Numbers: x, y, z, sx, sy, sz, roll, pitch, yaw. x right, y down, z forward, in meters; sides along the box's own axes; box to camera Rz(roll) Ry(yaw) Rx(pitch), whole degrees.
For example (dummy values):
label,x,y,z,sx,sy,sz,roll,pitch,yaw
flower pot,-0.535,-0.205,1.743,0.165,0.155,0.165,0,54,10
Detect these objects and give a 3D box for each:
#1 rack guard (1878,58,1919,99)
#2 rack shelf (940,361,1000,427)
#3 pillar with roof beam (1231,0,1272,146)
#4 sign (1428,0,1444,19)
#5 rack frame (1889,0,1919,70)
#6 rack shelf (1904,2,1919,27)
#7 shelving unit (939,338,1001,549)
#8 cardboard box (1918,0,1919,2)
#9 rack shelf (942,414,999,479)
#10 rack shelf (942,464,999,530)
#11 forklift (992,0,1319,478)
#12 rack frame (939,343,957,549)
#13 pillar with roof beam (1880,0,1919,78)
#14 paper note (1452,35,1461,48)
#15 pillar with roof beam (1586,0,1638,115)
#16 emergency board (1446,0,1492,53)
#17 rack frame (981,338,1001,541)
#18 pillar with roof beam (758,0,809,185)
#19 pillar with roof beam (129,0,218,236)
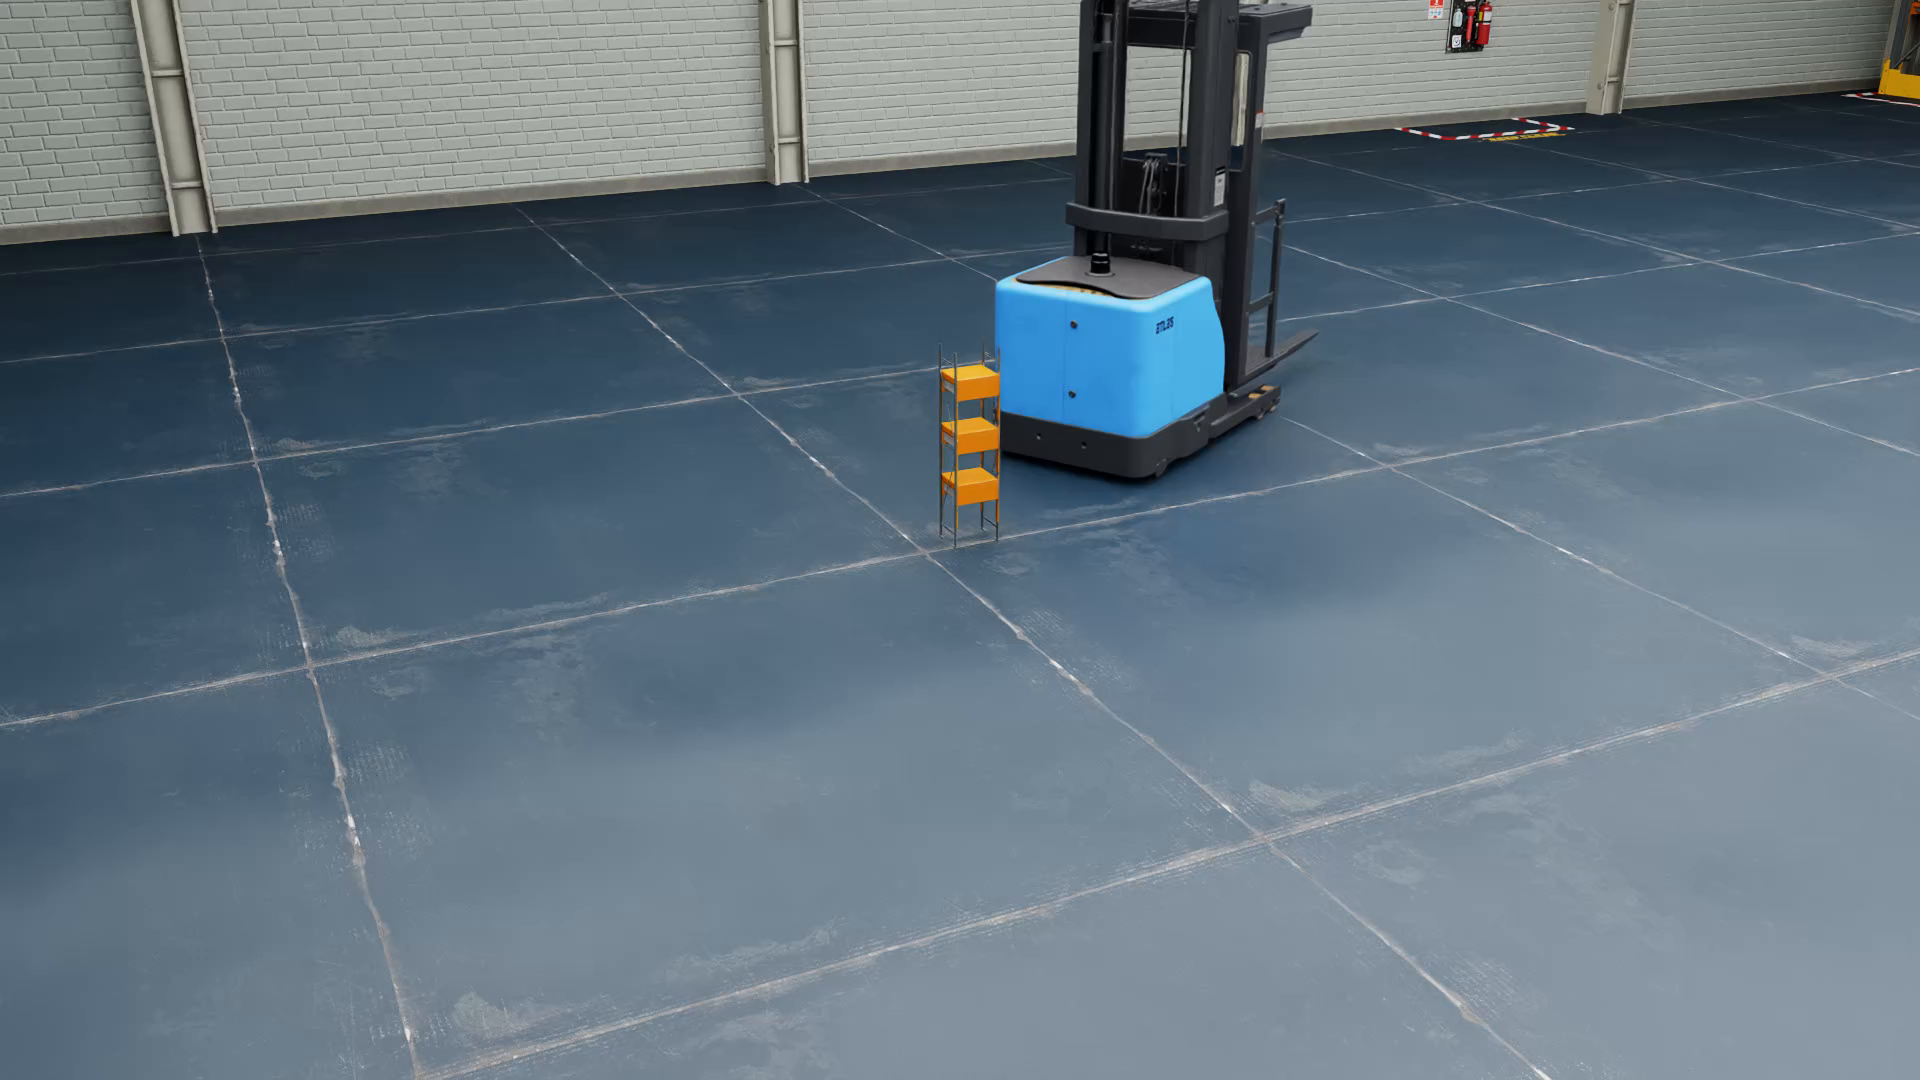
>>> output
label,x,y,z,sx,sy,sz,roll,pitch,yaw
rack guard,14.137,-6.755,24.416,0.348,0.500,1.175,-10,25,-24
rack shelf,0.048,-0.746,8.466,0.240,0.259,0.215,-10,25,-24
pillar with roof beam,5.379,-7.610,15.368,0.400,9.000,9.100,-10,25,-24
sign,6.132,-6.880,21.402,0.234,0.329,0.001,-10,25,-24
rack frame,14.069,-7.898,23.907,0.127,3.000,1.000,-10,25,-24
rack shelf,15.871,-7.897,24.846,4.000,0.370,1.077,-10,25,-24
shelving unit,0.048,-0.494,8.571,0.252,1.050,0.215,-10,25,-24
cardboard box,14.406,-7.982,24.281,0.500,0.250,0.500,-10,25,-23
rack shelf,0.048,-0.484,8.575,0.240,0.259,0.215,-10,25,-24
rack shelf,0.048,-0.227,8.681,0.240,0.259,0.215,-10,25,-24
forklift,1.422,-2.216,10.271,1.130,2.935,3.031,14,26,31
rack frame,-0.062,-0.474,8.522,0.008,1.050,0.200,-10,25,-24
pillar with roof beam,16.191,-9.600,20.176,0.400,9.000,9.100,-10,25,-24
paper note,6.485,-6.507,21.700,0.142,0.148,0.016,-10,25,-24
pillar with roof beam,10.785,-8.605,17.772,0.400,9.000,9.100,-10,25,-24
emergency board,6.675,-6.920,21.545,0.643,1.169,0.194,-10,25,-24
rack frame,0.158,-0.514,8.620,0.008,1.050,0.200,-10,25,-24
pillar with roof beam,-0.028,-6.614,12.963,0.400,9.000,9.100,-10,25,-24
pillar with roof beam,-5.434,-5.619,10.559,0.400,9.000,9.100,-10,25,-24
